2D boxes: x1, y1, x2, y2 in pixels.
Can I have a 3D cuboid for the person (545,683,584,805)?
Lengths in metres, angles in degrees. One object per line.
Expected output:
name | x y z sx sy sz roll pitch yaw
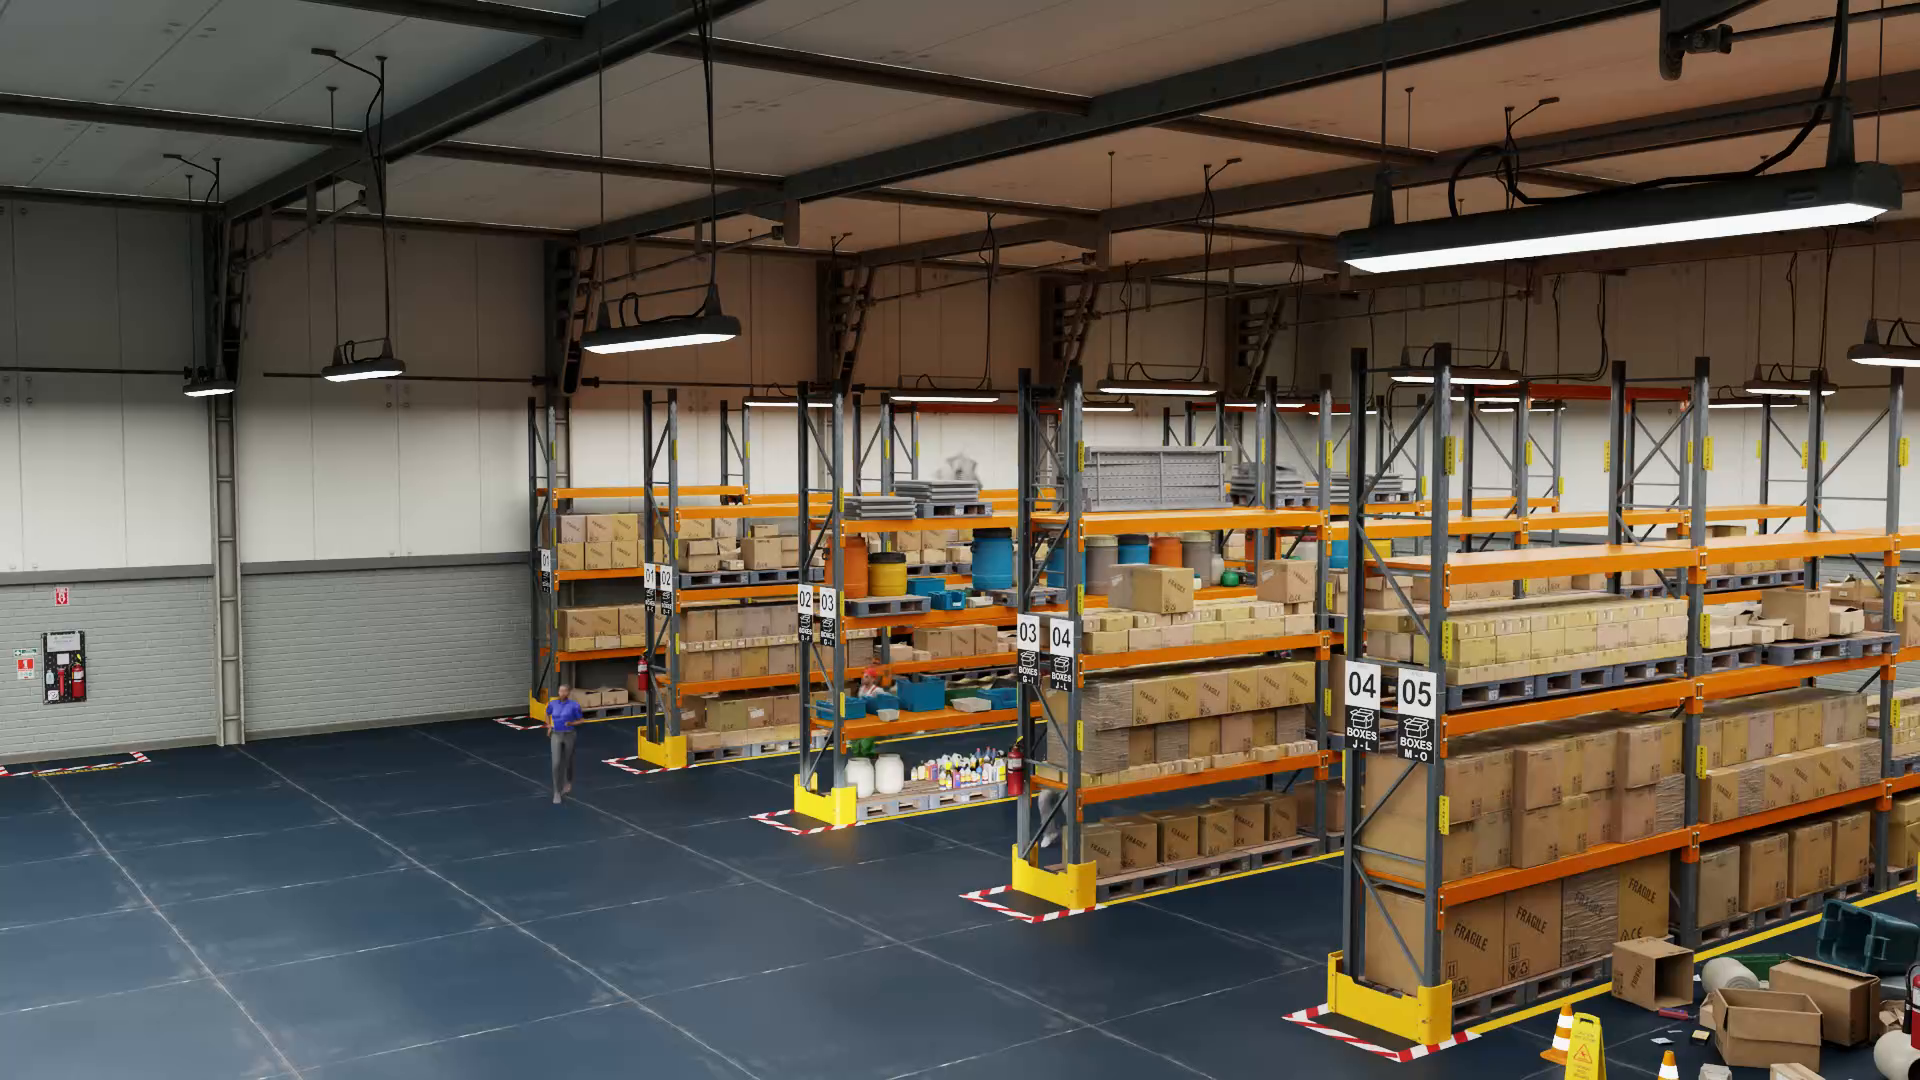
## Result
person | -5.720 2.923 24.044 0.567 1.692 0.821 -1 3 -10

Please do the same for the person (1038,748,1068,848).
person | 1.280 3.068 21.313 0.546 1.723 0.712 3 4 41

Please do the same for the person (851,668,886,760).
person | -1.380 2.802 25.256 0.621 1.736 0.653 -3 5 -44
